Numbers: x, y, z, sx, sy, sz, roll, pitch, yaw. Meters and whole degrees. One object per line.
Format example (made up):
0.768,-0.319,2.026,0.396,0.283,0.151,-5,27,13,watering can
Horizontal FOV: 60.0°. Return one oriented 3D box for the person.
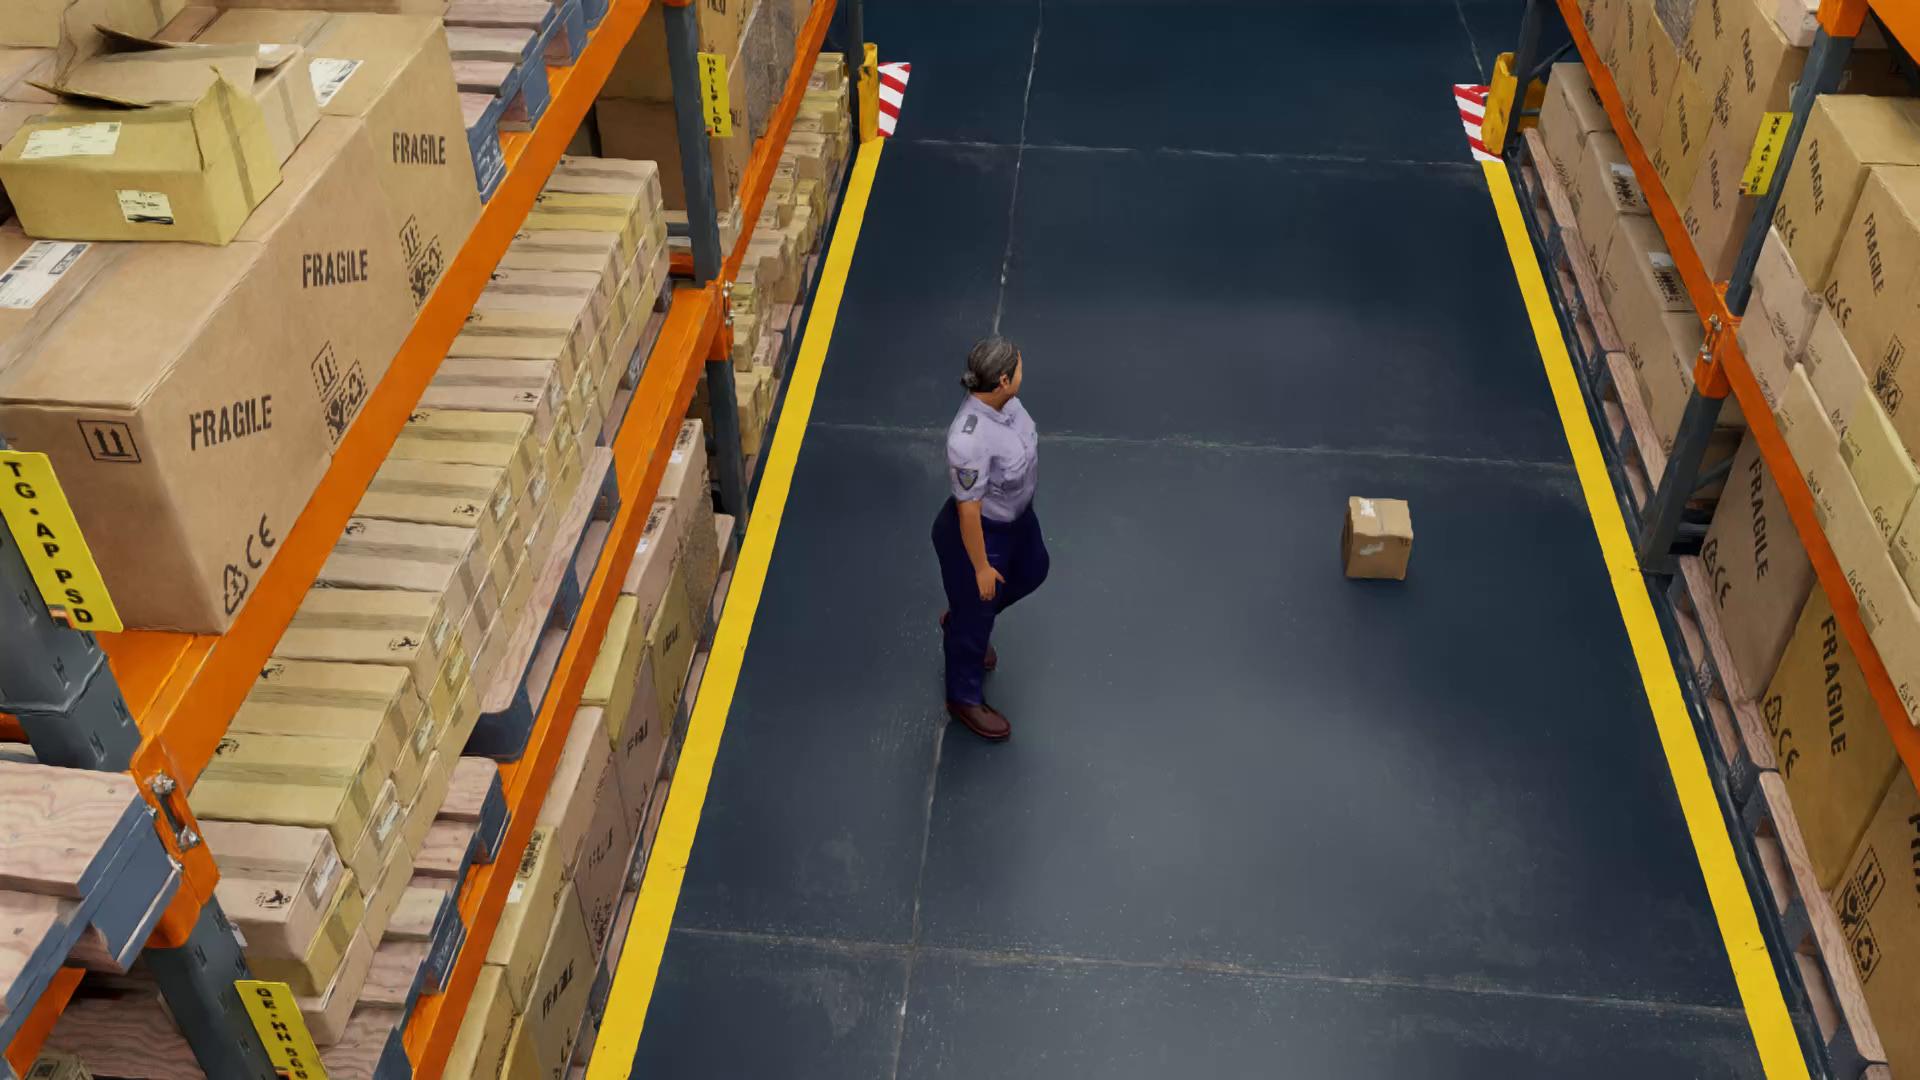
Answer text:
0.070,-0.043,6.200,0.433,1.649,0.529,14,42,16,person
